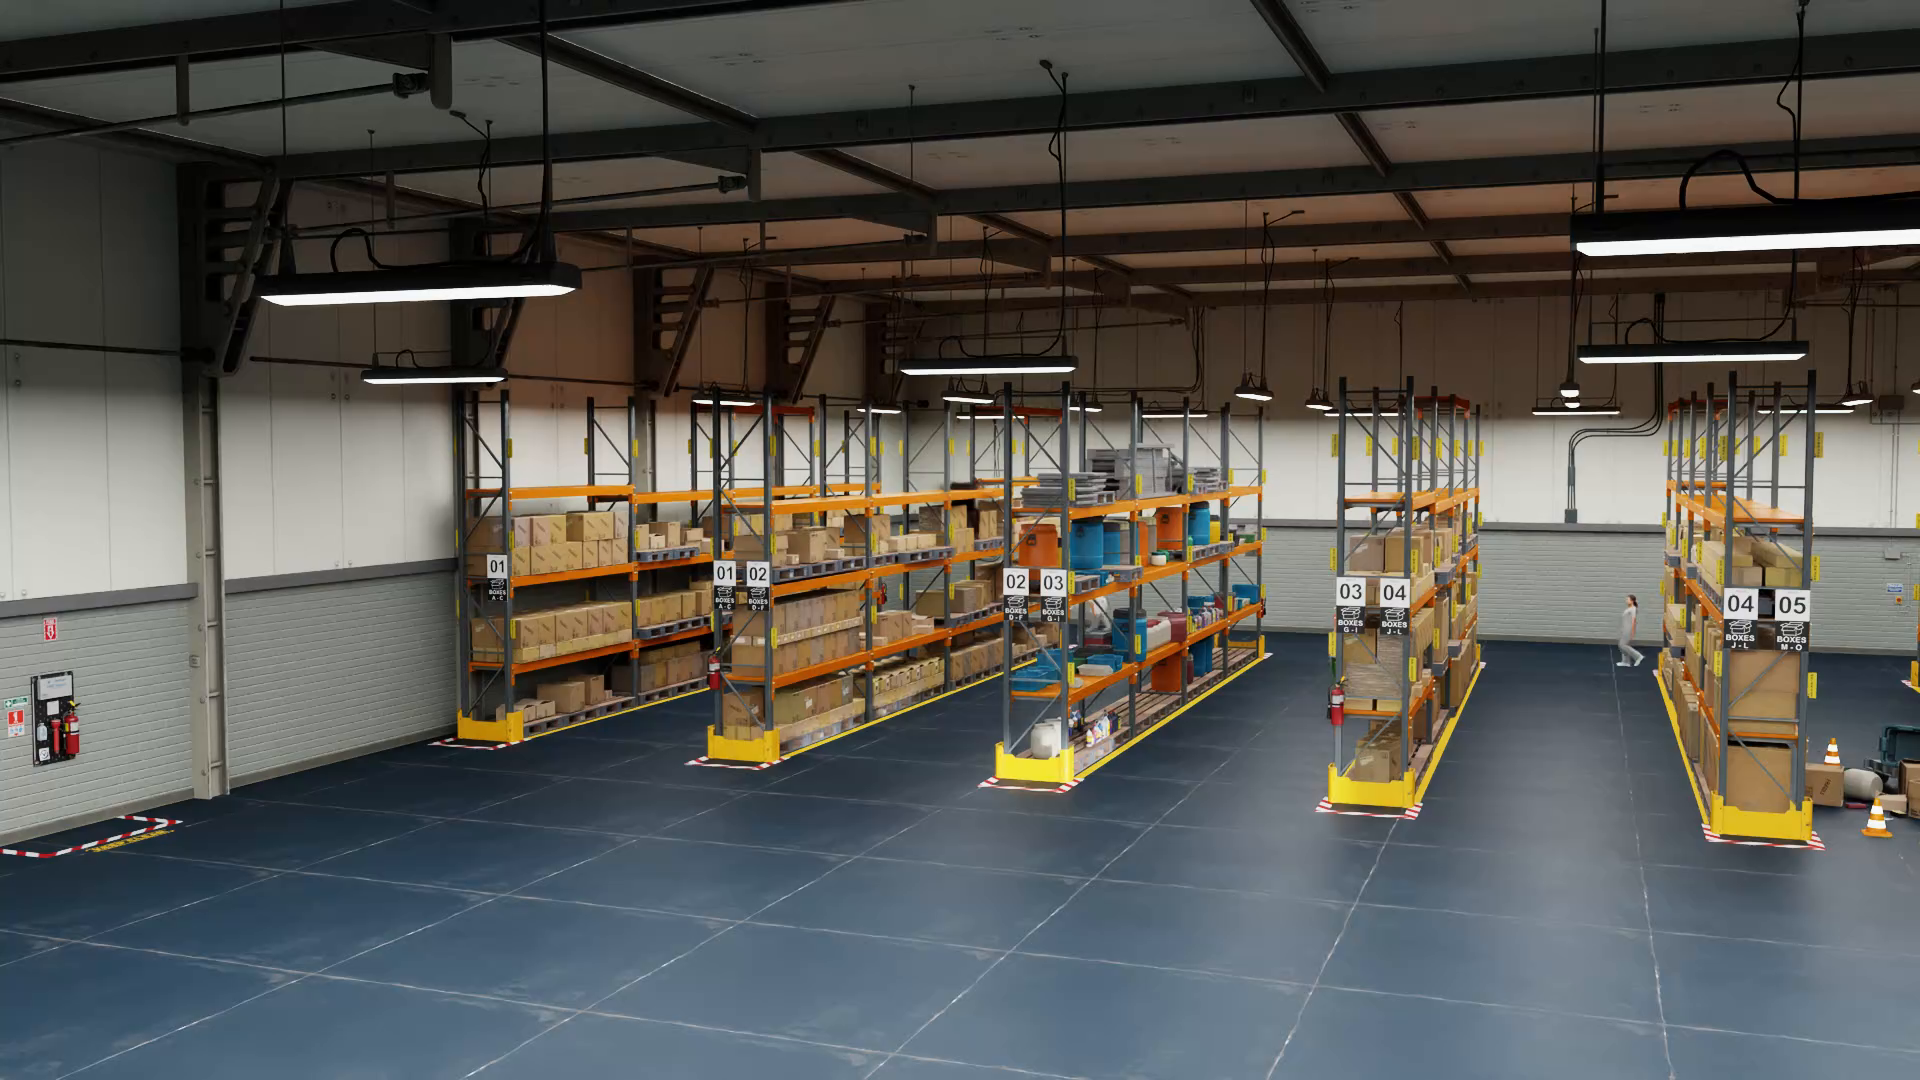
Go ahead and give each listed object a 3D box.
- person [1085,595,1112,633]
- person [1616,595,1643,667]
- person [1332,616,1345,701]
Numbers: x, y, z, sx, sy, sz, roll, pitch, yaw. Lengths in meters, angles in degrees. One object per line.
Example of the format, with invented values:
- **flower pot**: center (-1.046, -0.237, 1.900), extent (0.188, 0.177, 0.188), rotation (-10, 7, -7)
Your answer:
- **person**: center (3.505, 1.856, 42.306), extent (0.878, 1.600, 0.602), rotation (3, 4, 42)
- **person**: center (15.316, 2.074, 37.998), extent (0.558, 1.651, 0.531), rotation (1, 3, 17)
- **person**: center (7.415, 2.319, 32.408), extent (0.417, 1.793, 0.559), rotation (-1, 3, -13)
